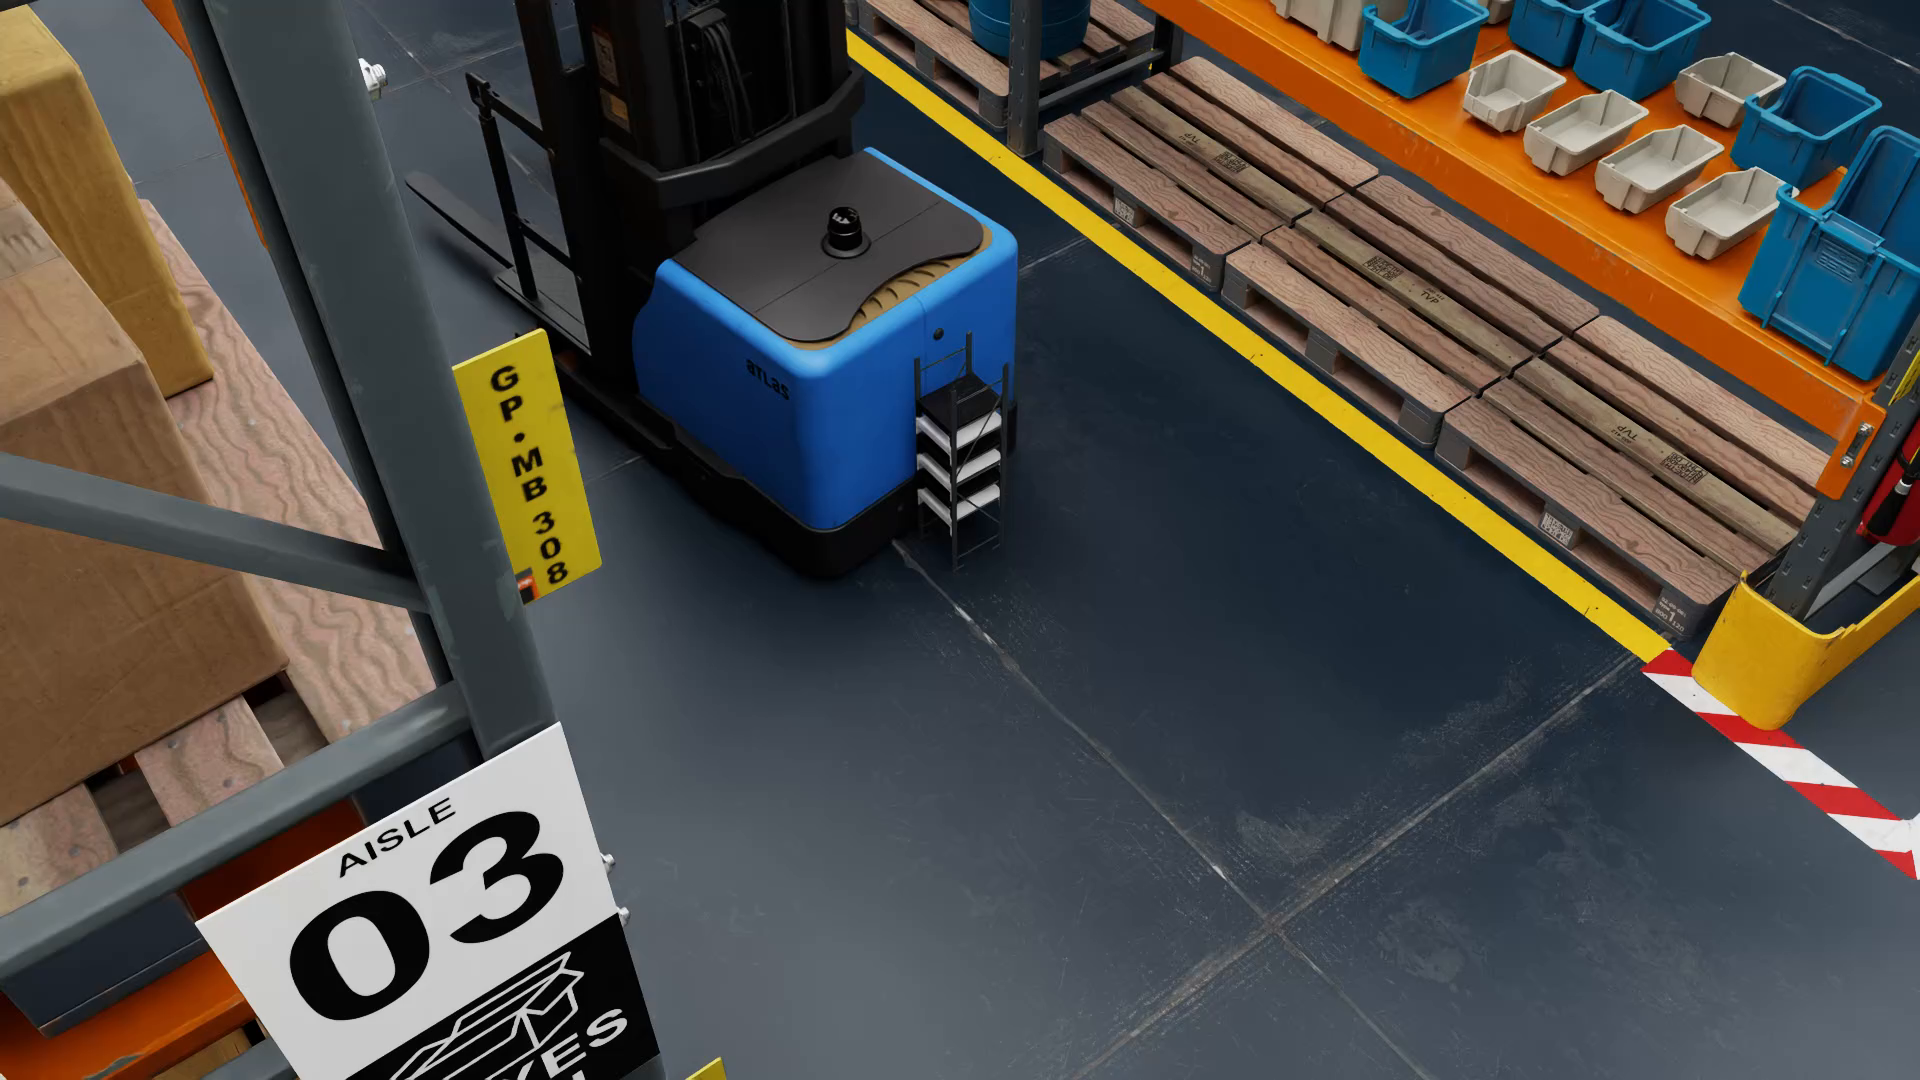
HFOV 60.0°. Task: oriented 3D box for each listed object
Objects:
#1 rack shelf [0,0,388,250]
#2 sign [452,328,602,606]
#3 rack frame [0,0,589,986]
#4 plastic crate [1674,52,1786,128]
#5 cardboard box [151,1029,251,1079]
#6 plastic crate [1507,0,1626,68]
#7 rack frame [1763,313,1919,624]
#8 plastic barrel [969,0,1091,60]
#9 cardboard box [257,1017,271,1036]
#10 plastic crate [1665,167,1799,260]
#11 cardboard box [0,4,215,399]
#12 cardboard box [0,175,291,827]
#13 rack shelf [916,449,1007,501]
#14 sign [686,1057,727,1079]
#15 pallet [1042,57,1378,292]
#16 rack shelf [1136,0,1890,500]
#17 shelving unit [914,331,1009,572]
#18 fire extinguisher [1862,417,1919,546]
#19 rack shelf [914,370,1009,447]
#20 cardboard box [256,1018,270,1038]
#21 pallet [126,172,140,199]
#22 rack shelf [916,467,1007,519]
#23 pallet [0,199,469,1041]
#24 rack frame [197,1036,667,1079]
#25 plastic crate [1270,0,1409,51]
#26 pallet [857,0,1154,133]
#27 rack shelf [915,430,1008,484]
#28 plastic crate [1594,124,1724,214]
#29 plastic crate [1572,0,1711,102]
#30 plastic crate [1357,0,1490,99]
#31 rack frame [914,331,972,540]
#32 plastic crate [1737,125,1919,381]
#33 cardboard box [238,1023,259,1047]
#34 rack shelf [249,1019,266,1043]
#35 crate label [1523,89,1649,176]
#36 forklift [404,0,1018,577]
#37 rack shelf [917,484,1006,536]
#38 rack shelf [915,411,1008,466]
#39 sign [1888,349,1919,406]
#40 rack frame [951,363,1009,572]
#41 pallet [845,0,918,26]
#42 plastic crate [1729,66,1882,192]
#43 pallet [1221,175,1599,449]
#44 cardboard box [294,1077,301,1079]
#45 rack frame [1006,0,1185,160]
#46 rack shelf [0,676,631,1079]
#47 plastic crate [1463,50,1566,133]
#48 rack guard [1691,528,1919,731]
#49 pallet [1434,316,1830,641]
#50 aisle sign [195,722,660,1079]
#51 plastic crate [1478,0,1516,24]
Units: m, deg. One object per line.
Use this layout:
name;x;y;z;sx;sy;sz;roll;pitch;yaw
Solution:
rack shelf;-2.074;-1.306;2.116;1.077;0.370;4.000;-29;54;-24
sign;-0.418;-0.061;1.613;0.100;0.325;0.005;-29;54;-24
rack frame;-0.863;-0.503;0.632;1.000;3.000;0.127;-29;54;-24
plastic crate;2.652;-1.561;5.778;0.250;0.136;0.298;-29;54;-24
cardboard box;-1.367;1.041;2.676;0.500;0.500;0.500;-29;54;-24
plastic crate;2.213;-1.920;6.039;0.416;0.233;0.300;-29;54;-24
rack frame;3.079;-0.710;4.869;1.000;3.000;0.127;-29;54;-24
plastic barrel;0.341;-2.833;7.927;0.600;0.901;0.708;-29;54;-24
cardboard box;-1.241;0.512;3.156;0.500;0.500;0.500;-31;55;-25
plastic crate;2.441;-1.041;5.307;0.396;0.136;0.243;-29;54;-24
cardboard box;-1.465;-0.372;2.120;0.700;0.500;0.500;-31;55;-25
cardboard box;-1.220;0.014;1.770;0.700;0.500;0.500;-33;56;-26
rack shelf;0.005;-0.275;5.937;0.258;0.077;0.200;-29;54;-24
sign;-0.418;0.949;2.727;0.100;0.325;0.005;-29;54;-24
pallet;1.133;-1.716;7.663;1.003;0.211;1.213;-29;54;-24
rack shelf;1.868;-1.648;6.205;1.077;0.370;4.000;-29;54;-24
shelving unit;0.005;-0.297;5.912;0.258;0.900;0.210;-29;54;-24
fire extinguisher;2.809;-0.266;4.770;0.296;0.674;0.183;-29;54;-24
rack shelf;0.005;-0.456;5.737;0.258;0.077;0.200;-29;54;-24
cardboard box;-1.259;0.755;3.442;0.500;0.250;0.500;-30;54;-24
pallet;-2.063;-0.618;2.821;1.003;0.211;1.213;-29;54;-24
rack shelf;0.005;-0.215;6.004;0.258;0.077;0.200;-29;54;-24
pallet;-1.320;0.101;2.169;1.003;0.211;1.213;-29;54;-24
rack frame;-0.863;1.512;2.855;1.000;3.000;0.127;-29;54;-24
plastic crate;1.435;-2.066;6.138;0.437;0.282;0.530;-29;54;-24
pallet;0.223;-2.605;8.470;1.003;0.211;1.213;-29;54;-24
rack shelf;0.005;-0.336;5.870;0.258;0.077;0.200;-29;54;-24
plastic crate;2.277;-1.218;5.467;0.396;0.136;0.243;-29;54;-24
plastic crate;2.394;-1.743;5.878;0.416;0.233;0.300;-29;54;-24
plastic crate;1.631;-1.770;5.902;0.416;0.233;0.300;-29;54;-24
rack frame;-0.057;-0.357;5.967;0.240;0.900;0.006;-29;54;-24
plastic crate;2.728;-0.856;4.937;0.616;0.435;0.499;-29;54;-24
cardboard box;-1.674;0.996;3.223;0.500;0.250;0.500;-30;55;-25
rack shelf;-2.074;0.574;4.190;1.077;0.370;4.000;-29;54;-24
crate label;2.089;-1.372;5.606;0.396;0.136;0.243;-29;54;-24
forklift;-1.178;-1.837;5.937;1.130;2.935;3.031;-36;57;-28
rack shelf;0.005;-0.154;6.070;0.258;0.077;0.200;-29;54;-24
rack shelf;0.005;-0.396;5.804;0.258;0.077;0.200;-29;54;-24
sign;2.651;-0.508;4.576;0.100;0.325;0.005;-29;54;-24
rack frame;0.066;-0.237;5.858;0.240;0.900;0.006;-29;54;-24
pallet;-0.520;-3.325;9.122;1.003;0.211;1.213;-29;54;-24
plastic crate;2.793;-1.355;5.526;0.416;0.233;0.300;-29;54;-24
pallet;1.876;-0.996;7.010;1.003;0.211;1.213;-29;54;-24
cardboard box;-0.939;1.058;3.166;0.500;0.250;0.500;-31;55;-25
rack frame;0.657;-3.068;7.007;1.000;3.000;0.127;-29;54;-24
rack shelf;-2.074;-0.433;3.079;1.077;0.370;4.000;-29;54;-24
plastic crate;1.895;-1.538;5.757;0.298;0.136;0.250;-29;54;-24
rack guard;3.104;0.138;5.787;1.175;0.500;0.348;-29;54;-24
pallet;2.611;-0.277;6.359;1.003;0.211;1.213;-29;54;-24
aisle sign;-0.581;0.547;1.975;0.394;0.787;0.004;-29;54;-24
plastic crate;1.951;-2.108;6.274;0.293;0.136;0.466;-29;54;-24
